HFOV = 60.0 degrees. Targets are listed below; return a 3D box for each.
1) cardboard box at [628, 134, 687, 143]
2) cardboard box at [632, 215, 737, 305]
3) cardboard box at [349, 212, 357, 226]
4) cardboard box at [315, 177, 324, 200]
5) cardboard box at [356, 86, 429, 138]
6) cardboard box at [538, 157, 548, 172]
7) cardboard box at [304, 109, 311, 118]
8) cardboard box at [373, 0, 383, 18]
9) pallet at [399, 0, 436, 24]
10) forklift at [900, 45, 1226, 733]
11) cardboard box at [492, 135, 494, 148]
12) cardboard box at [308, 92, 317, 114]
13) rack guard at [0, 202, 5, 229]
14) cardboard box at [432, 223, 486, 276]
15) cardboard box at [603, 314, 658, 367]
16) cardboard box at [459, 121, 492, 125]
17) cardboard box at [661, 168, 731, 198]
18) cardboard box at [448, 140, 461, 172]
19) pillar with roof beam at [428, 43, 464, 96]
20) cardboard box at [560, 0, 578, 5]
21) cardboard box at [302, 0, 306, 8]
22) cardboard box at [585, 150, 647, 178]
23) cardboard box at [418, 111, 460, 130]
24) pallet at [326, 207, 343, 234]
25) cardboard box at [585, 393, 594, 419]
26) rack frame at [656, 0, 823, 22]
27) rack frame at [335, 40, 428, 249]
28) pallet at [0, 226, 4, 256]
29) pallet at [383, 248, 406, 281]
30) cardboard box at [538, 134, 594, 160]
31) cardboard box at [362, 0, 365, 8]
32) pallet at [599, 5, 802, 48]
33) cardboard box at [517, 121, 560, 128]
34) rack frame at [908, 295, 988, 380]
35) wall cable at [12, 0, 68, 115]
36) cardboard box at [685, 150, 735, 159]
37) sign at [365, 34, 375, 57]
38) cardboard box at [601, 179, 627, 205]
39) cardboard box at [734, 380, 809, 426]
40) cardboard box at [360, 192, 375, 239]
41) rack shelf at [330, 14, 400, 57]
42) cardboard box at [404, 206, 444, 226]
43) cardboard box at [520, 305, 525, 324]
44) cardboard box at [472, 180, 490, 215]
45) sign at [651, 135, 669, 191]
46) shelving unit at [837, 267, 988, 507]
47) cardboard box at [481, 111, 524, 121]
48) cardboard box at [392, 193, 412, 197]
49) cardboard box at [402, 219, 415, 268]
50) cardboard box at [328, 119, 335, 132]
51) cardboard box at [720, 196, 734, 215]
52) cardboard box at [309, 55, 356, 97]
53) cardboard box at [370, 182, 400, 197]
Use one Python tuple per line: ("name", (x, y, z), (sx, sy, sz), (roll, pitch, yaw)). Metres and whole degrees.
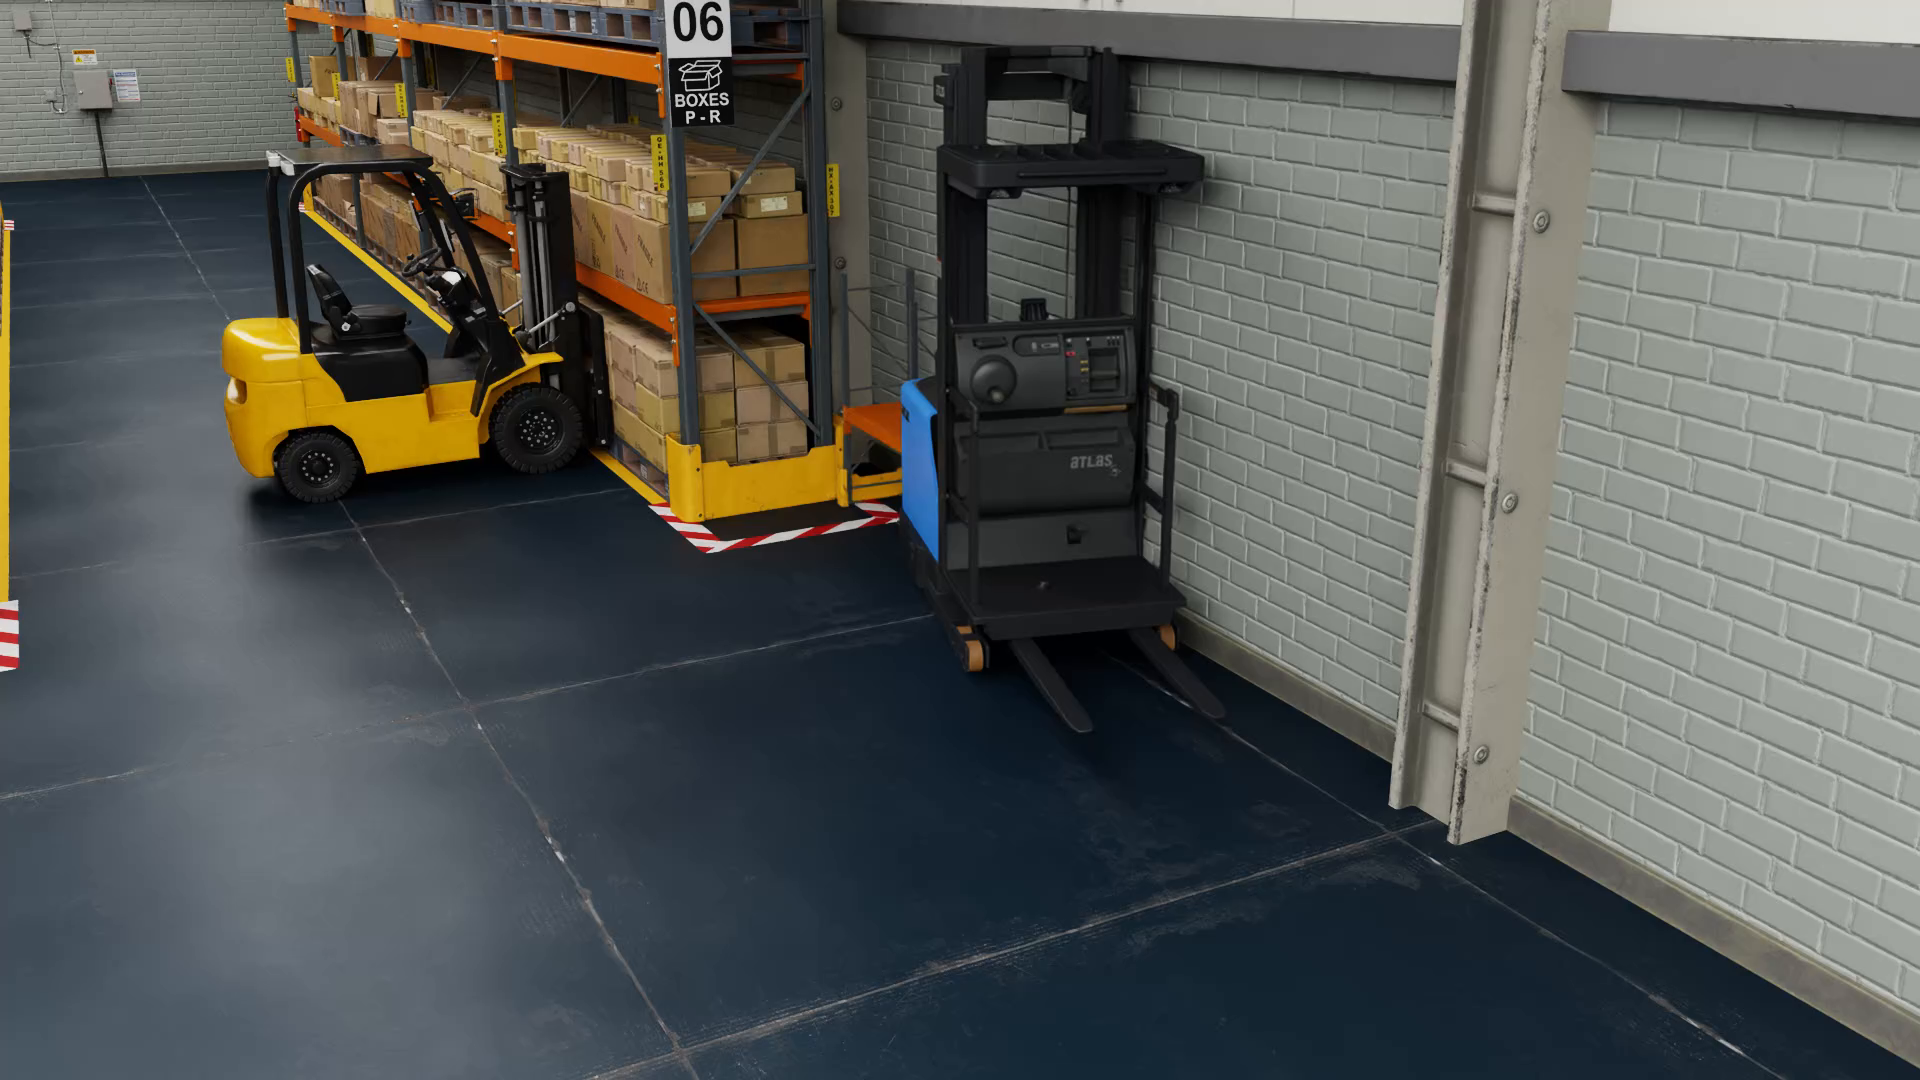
("cardboard box", (-2.281, -2.973, 12.544), (0.380, 0.149, 0.250), (-10, 22, -28))
("cardboard box", (-1.763, -1.815, 10.638), (0.500, 0.500, 0.500), (-11, 22, -28))
("cardboard box", (-7.520, -4.077, 21.074), (0.380, 0.149, 0.250), (-11, 22, -28))
("cardboard box", (-8.689, -5.088, 23.461), (0.797, 0.503, 0.637), (-11, 22, -29))
("cardboard box", (-6.345, -4.810, 18.675), (0.700, 0.500, 0.500), (-10, 21, -27))
("cardboard box", (-2.954, -2.810, 12.528), (0.380, 0.149, 0.250), (-9, 21, -25))
("cardboard box", (-8.982, -6.004, 23.318), (0.380, 0.149, 0.250), (-10, 21, -27))
("cardboard box", (-5.794, -5.564, 17.289), (0.500, 0.250, 0.500), (-10, 21, -26))
("pallet", (-4.696, -5.111, 16.035), (1.213, 0.211, 1.003), (-9, 21, -24))
("forklift", (0.484, -0.863, 8.139), (1.130, 2.935, 3.031), (-4, 20, -13))
("cardboard box", (-3.764, -3.382, 14.187), (0.380, 0.149, 0.250), (-10, 21, -27))
("cardboard box", (-8.435, -5.868, 22.312), (0.500, 0.250, 0.500), (-10, 22, -28))
("rack guard", (-13.274, -4.315, 21.870), (1.175, 0.500, 0.348), (-10, 21, -27))
("cardboard box", (-4.813, -2.858, 16.812), (0.875, 0.625, 0.625), (-9, 21, -25))
("cardboard box", (-2.288, -1.411, 11.660), (0.500, 0.250, 0.500), (-10, 21, -26))
("cardboard box", (-4.374, -3.751, 15.257), (0.380, 0.149, 0.250), (-10, 21, -27))
("cardboard box", (-1.654, -2.231, 10.396), (0.380, 0.149, 0.250), (-10, 21, -27))
("cardboard box", (-4.367, -3.524, 15.208), (0.500, 0.250, 0.500), (-10, 21, -26))
("pillar with roof beam", (-10.323, -7.620, 18.419), (9.100, 9.000, 0.400), (-10, 21, -27))
("cardboard box", (-2.366, -3.952, 11.432), (0.797, 0.503, 0.637), (-9, 21, -25))
("cardboard box", (-8.307, -6.976, 21.537), (0.380, 0.149, 0.250), (-10, 21, -27))
("cardboard box", (-2.348, -2.582, 11.412), (0.380, 0.149, 0.250), (-10, 21, -26))
("cardboard box", (-5.077, -4.104, 16.277), (0.380, 0.149, 0.250), (-9, 21, -25))
("pallet", (-7.905, -4.341, 22.389), (1.003, 0.211, 1.213), (-10, 21, -27))
("cardboard box", (-2.523, -1.086, 12.252), (0.500, 0.250, 0.500), (-9, 21, -25))
("rack frame", (-1.298, -4.503, 9.384), (1.000, 3.000, 0.127), (-10, 21, -27))
("rack frame", (-6.997, -5.111, 20.346), (1.000, 3.000, 0.127), (-10, 21, -27))
("pallet", (-12.239, -3.604, 20.254), (1.003, 0.211, 1.213), (-10, 21, -27))
("pallet", (-5.994, -3.215, 19.125), (1.003, 0.211, 1.213), (-10, 21, -27))
("cardboard box", (-2.943, -2.949, 12.476), (0.380, 0.149, 0.250), (-9, 21, -25))
("cardboard box", (-7.495, -6.920, 21.374), (0.380, 0.149, 0.250), (-10, 21, -26))
("pallet", (-1.611, -3.250, 10.488), (1.003, 0.211, 1.213), (-10, 21, -27))
("cardboard box", (-3.859, -3.748, 15.246), (0.380, 0.149, 0.250), (-10, 21, -26))
("rack frame", (-0.065, -0.682, 9.809), (0.500, 1.500, 0.032), (-9, 21, -25))
("wall cable", (-14.718, -7.808, 26.604), (0.588, 1.984, 0.122), (-10, 21, -27))
("cardboard box", (-1.754, -2.590, 11.434), (0.380, 0.149, 0.250), (-9, 21, -25))
("sign", (-8.398, -7.037, 23.666), (0.100, 0.325, 0.005), (-10, 21, -27))
("cardboard box", (-2.203, -2.372, 11.258), (0.380, 0.149, 0.250), (-11, 22, -28))
("cardboard box", (-1.339, -0.969, 11.146), (0.500, 0.250, 0.500), (-10, 21, -26))
("cardboard box", (-6.965, -3.955, 20.182), (0.500, 0.500, 0.500), (-9, 21, -24))
("rack shelf", (-6.047, -5.615, 18.310), (1.077, 0.370, 4.000), (-10, 21, -27))
("cardboard box", (-5.712, -3.463, 17.762), (0.380, 0.149, 0.250), (-11, 22, -29))
("cardboard box", (-3.240, -1.763, 13.448), (0.500, 0.250, 0.500), (-10, 21, -27))
("cardboard box", (-3.911, -2.992, 14.433), (0.500, 0.250, 0.500), (-10, 21, -27))
("sign", (-1.783, -2.246, 9.903), (0.100, 0.325, 0.005), (-10, 21, -27))
("shelving unit", (-0.297, -0.833, 10.246), (0.587, 1.500, 1.083), (-9, 21, -25))
("cardboard box", (-4.473, -4.113, 16.306), (0.380, 0.149, 0.250), (-10, 21, -27))
("cardboard box", (-6.232, -3.853, 18.892), (0.380, 0.149, 0.250), (-10, 21, -26))
("cardboard box", (-5.716, -3.213, 18.034), (0.500, 0.500, 0.500), (-10, 22, -27))
("cardboard box", (-7.905, -5.336, 21.381), (0.380, 0.149, 0.250), (-10, 22, -27))
("cardboard box", (-1.404, -2.219, 10.816), (0.380, 0.149, 0.250), (-10, 21, -27))
("cardboard box", (-8.205, -6.081, 21.781), (0.500, 0.500, 0.500), (-9, 21, -25))
("cardboard box", (-6.861, -4.223, 19.966), (0.380, 0.149, 0.250), (-11, 22, -28))
